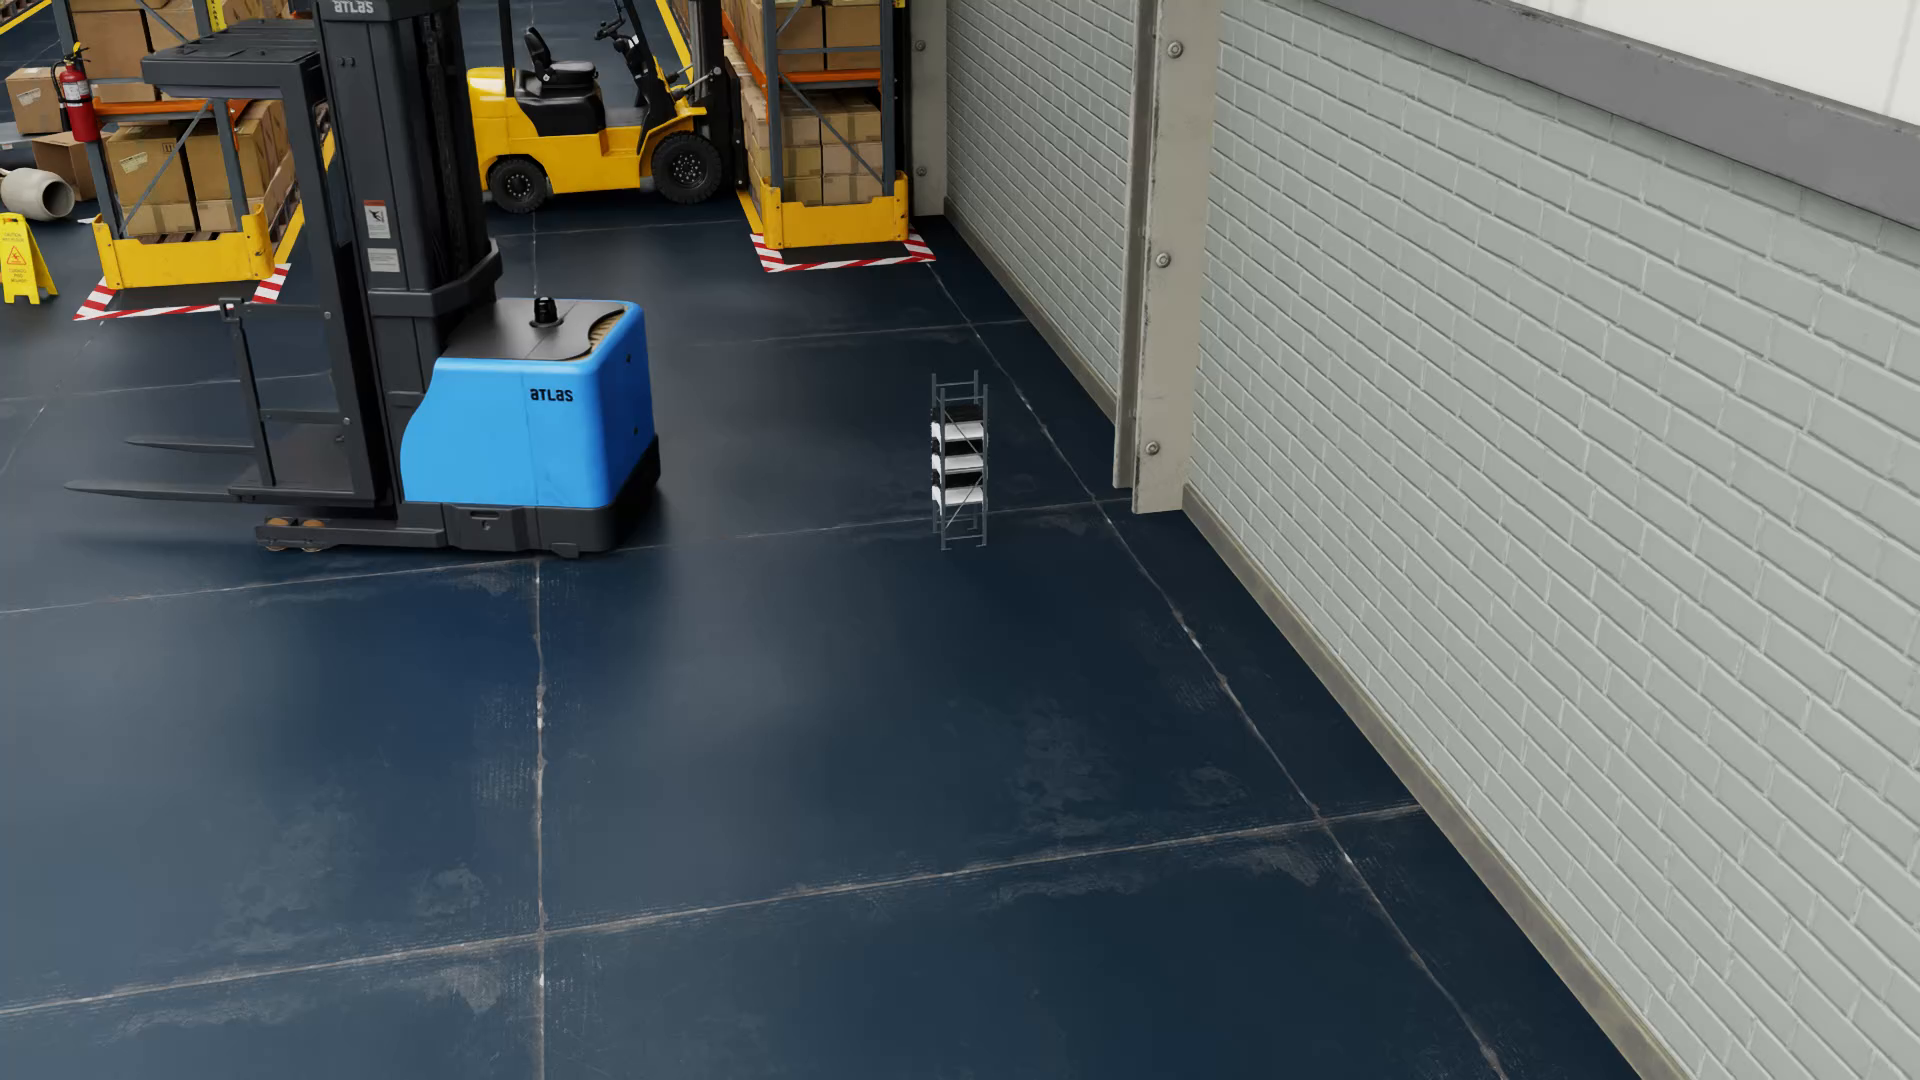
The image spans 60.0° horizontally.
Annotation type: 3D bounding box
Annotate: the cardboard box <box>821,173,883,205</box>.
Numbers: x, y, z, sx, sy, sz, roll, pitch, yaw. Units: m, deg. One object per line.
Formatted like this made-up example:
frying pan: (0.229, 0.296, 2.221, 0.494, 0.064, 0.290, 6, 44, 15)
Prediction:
cardboard box: (-0.940, -3.015, 13.981, 0.500, 0.250, 0.500, -6, 27, -11)

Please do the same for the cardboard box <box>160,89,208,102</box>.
cardboard box: (-5.730, -3.372, 12.381, 0.380, 0.149, 0.250, -6, 27, -11)

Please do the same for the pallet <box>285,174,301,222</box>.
pallet: (-6.293, -2.998, 14.455, 1.003, 0.211, 1.213, -6, 27, -12)

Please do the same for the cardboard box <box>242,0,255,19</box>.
cardboard box: (-5.928, -4.178, 13.258, 0.500, 0.500, 0.500, -6, 27, -13)

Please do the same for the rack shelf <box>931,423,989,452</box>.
rack shelf: (-0.002, -0.536, 8.488, 0.258, 0.077, 0.200, -6, 27, -12)

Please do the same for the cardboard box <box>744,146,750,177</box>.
cardboard box: (-1.641, -3.394, 14.731, 0.500, 0.250, 0.500, -6, 27, -11)

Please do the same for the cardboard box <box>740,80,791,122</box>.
cardboard box: (-1.672, -3.841, 14.506, 0.500, 0.250, 0.500, -6, 27, -11)

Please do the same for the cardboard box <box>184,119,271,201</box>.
cardboard box: (-5.774, -3.002, 13.121, 0.500, 0.500, 0.500, -7, 28, -13)

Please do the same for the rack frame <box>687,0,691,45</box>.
rack frame: (-2.823, -7.332, 19.947, 1.000, 3.000, 0.127, -6, 27, -12)

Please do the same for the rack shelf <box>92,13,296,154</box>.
rack shelf: (-6.306, -3.871, 13.889, 1.077, 0.370, 4.000, -6, 27, -12)

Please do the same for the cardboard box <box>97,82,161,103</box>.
cardboard box: (-6.148, -3.345, 12.326, 0.380, 0.149, 0.250, -5, 27, -10)

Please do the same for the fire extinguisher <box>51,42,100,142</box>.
fire extinguisher: (-6.279, -3.183, 11.813, 0.296, 0.674, 0.183, -6, 27, -12)

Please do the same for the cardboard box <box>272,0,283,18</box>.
cardboard box: (-6.292, -4.853, 14.594, 0.500, 0.500, 0.500, -5, 27, -10)

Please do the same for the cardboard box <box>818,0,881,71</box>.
cardboard box: (-0.861, -4.110, 13.453, 0.500, 0.500, 0.500, -5, 27, -10)

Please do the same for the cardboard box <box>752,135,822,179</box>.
cardboard box: (-1.435, -3.185, 13.762, 0.500, 0.250, 0.500, -6, 27, -12)

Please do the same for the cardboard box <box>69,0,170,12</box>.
cardboard box: (-6.183, -4.140, 12.073, 0.700, 0.500, 0.500, -7, 28, -13)

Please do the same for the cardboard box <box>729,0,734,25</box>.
cardboard box: (-1.827, -4.950, 15.117, 0.500, 0.500, 0.500, -6, 27, -12)

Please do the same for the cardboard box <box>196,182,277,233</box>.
cardboard box: (-5.768, -2.656, 13.270, 0.500, 0.250, 0.500, -6, 27, -12)

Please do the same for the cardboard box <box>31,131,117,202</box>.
cardboard box: (-7.841, -3.347, 14.823, 0.500, 0.500, 0.500, 13, 30, 24)

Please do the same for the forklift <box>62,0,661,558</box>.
forklift: (-3.222, -1.477, 8.424, 3.031, 2.935, 1.130, 2, 27, 5)

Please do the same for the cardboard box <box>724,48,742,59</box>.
cardboard box: (-2.013, -4.513, 15.837, 0.500, 0.250, 0.500, -6, 27, -12)

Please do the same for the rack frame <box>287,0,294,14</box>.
rack frame: (-6.757, -5.070, 15.466, 1.000, 3.000, 0.127, -6, 27, -12)

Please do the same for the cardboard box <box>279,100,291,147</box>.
cardboard box: (-6.130, -3.686, 14.476, 0.500, 0.500, 0.500, -5, 27, -9)

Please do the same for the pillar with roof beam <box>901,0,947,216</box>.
pillar with roof beam: (-4.493, -6.458, 11.558, 9.100, 9.000, 0.400, -6, 27, -12)

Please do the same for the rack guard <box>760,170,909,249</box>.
rack guard: (-1.015, -2.693, 13.532, 1.175, 0.500, 0.348, -6, 27, -12)

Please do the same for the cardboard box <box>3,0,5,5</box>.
cardboard box: (-13.295, -7.363, 22.707, 0.380, 0.149, 0.250, -6, 27, -12)

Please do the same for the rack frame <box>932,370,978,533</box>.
rack frame: (-0.025, -0.450, 8.643, 0.240, 0.900, 0.006, -6, 27, -12)

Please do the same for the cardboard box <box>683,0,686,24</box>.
cardboard box: (-3.351, -7.018, 21.633, 0.500, 0.500, 0.500, -5, 27, -9)

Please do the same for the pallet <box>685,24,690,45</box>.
pallet: (-2.955, -6.419, 21.233, 1.003, 0.211, 1.213, -6, 27, -12)

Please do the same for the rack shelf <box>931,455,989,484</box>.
rack shelf: (-0.002, -0.376, 8.569, 0.258, 0.077, 0.200, -6, 27, -12)

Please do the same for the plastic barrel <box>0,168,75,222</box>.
plastic barrel: (-7.796, -2.917, 14.060, 0.512, 0.421, 0.421, 13, 30, 24)

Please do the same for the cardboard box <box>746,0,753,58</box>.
cardboard box: (-1.495, -4.283, 13.795, 0.500, 0.500, 0.500, -5, 27, -10)

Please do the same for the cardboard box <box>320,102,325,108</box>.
cardboard box: (-7.043, -4.630, 17.044, 0.950, 0.372, 0.625, -4, 27, -8)

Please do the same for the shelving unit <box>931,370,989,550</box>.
shelving unit: (-0.002, -0.405, 8.554, 0.258, 0.900, 0.210, -6, 27, -12)

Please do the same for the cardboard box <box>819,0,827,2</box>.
cardboard box: (-0.962, -4.431, 13.370, 0.380, 0.149, 0.250, -6, 27, -12)

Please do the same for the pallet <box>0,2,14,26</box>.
pallet: (-13.545, -7.082, 22.546, 1.003, 0.211, 1.213, -6, 27, -12)

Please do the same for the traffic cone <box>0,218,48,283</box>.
traffic cone: (-7.209, -2.240, 12.673, 0.336, 0.463, 0.334, -6, 27, -12)

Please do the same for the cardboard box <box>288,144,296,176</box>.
cardboard box: (-6.122, -3.342, 14.627, 0.500, 0.250, 0.500, -6, 27, -11)

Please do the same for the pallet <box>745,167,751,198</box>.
pallet: (-1.505, -3.441, 15.333, 1.003, 0.211, 1.213, -6, 27, -12)
